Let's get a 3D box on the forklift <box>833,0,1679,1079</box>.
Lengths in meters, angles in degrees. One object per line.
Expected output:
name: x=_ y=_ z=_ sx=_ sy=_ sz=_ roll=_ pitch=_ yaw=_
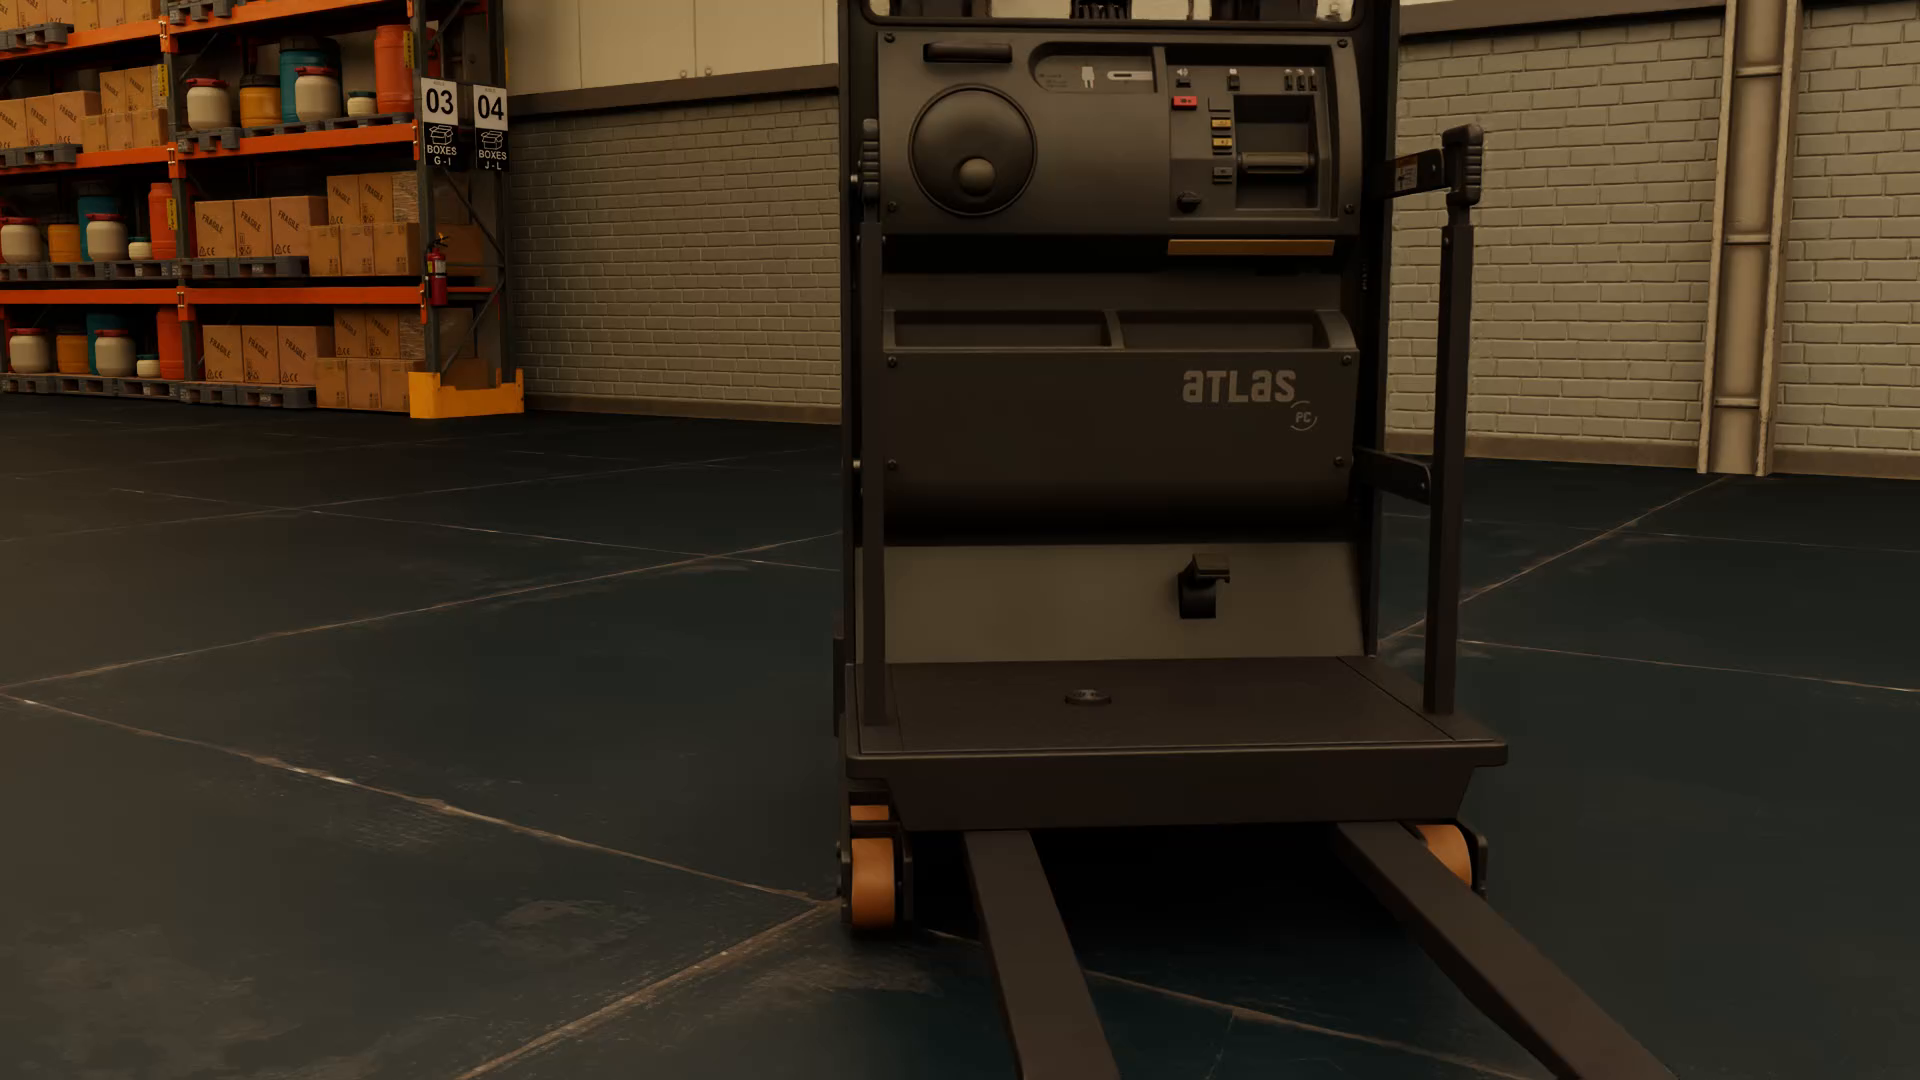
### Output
forklift: x=0.325 y=-0.824 z=2.988 sx=1.130 sy=2.935 sz=3.031 roll=-1 pitch=8 yaw=-4
